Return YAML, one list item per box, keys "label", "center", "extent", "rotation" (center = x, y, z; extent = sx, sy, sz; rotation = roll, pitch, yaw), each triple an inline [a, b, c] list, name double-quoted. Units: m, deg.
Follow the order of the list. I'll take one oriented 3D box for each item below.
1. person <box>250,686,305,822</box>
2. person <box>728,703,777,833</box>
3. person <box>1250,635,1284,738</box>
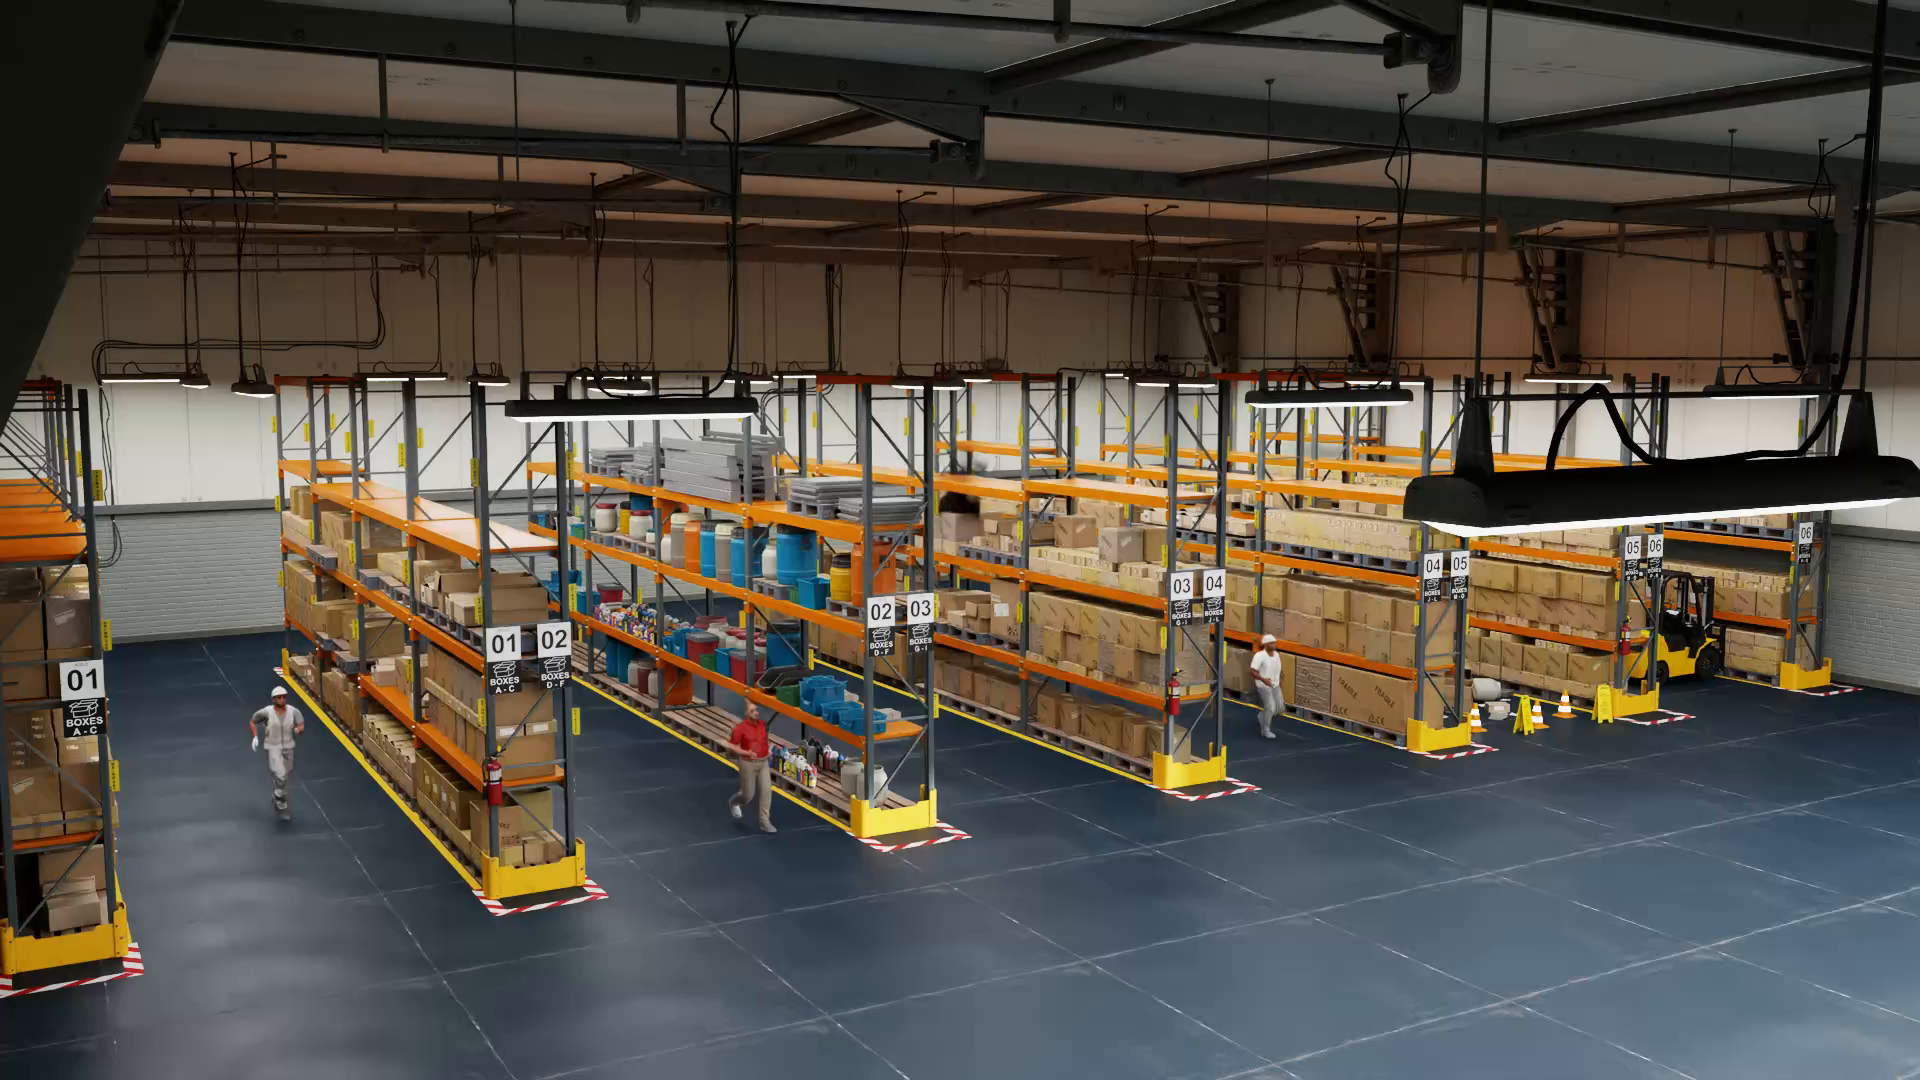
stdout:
- label: "person"
  center: [-9.394, 2.927, 22.970]
  extent: [0.643, 1.844, 0.876]
  rotation: [-6, 9, -44]
- label: "person"
  center: [-2.772, 3.030, 22.335]
  extent: [0.666, 1.692, 0.922]
  rotation: [-5, 8, -38]
- label: "person"
  center: [5.134, 2.432, 27.798]
  extent: [0.706, 1.728, 0.575]
  rotation: [-5, 8, -38]
